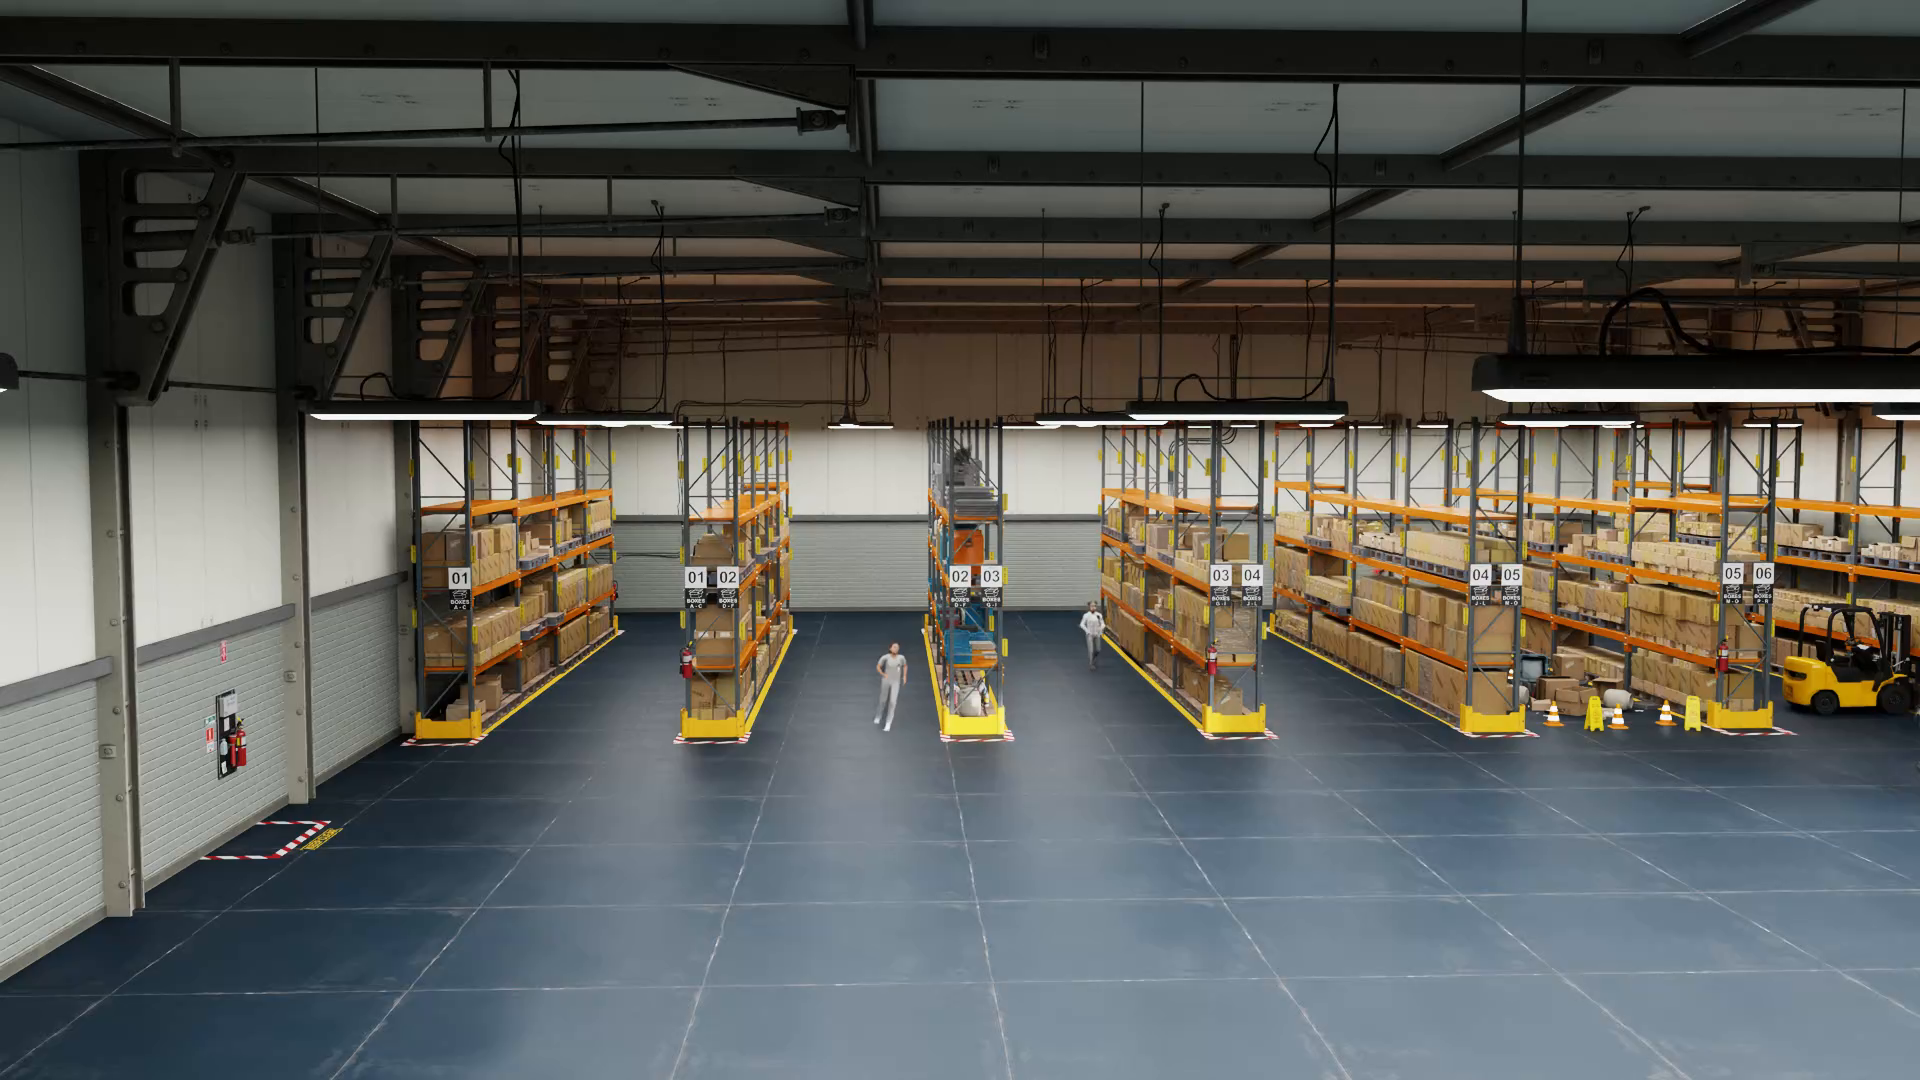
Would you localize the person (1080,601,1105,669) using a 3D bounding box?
[{"bbox_3d":[3.204,2.283,40.071,0.612,1.648,0.571,0,4,-4],"label":"person"}]

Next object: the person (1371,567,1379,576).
[{"bbox_3d":[12.198,1.663,48.880,0.586,1.741,0.636,0,4,-3],"label":"person"}]

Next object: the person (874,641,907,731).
[{"bbox_3d":[-1.329,2.800,32.169,0.644,1.673,0.848,0,4,-7],"label":"person"}]

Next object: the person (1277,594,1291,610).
[{"bbox_3d":[9.590,1.706,49.142,0.588,1.657,0.796,1,4,8],"label":"person"}]
